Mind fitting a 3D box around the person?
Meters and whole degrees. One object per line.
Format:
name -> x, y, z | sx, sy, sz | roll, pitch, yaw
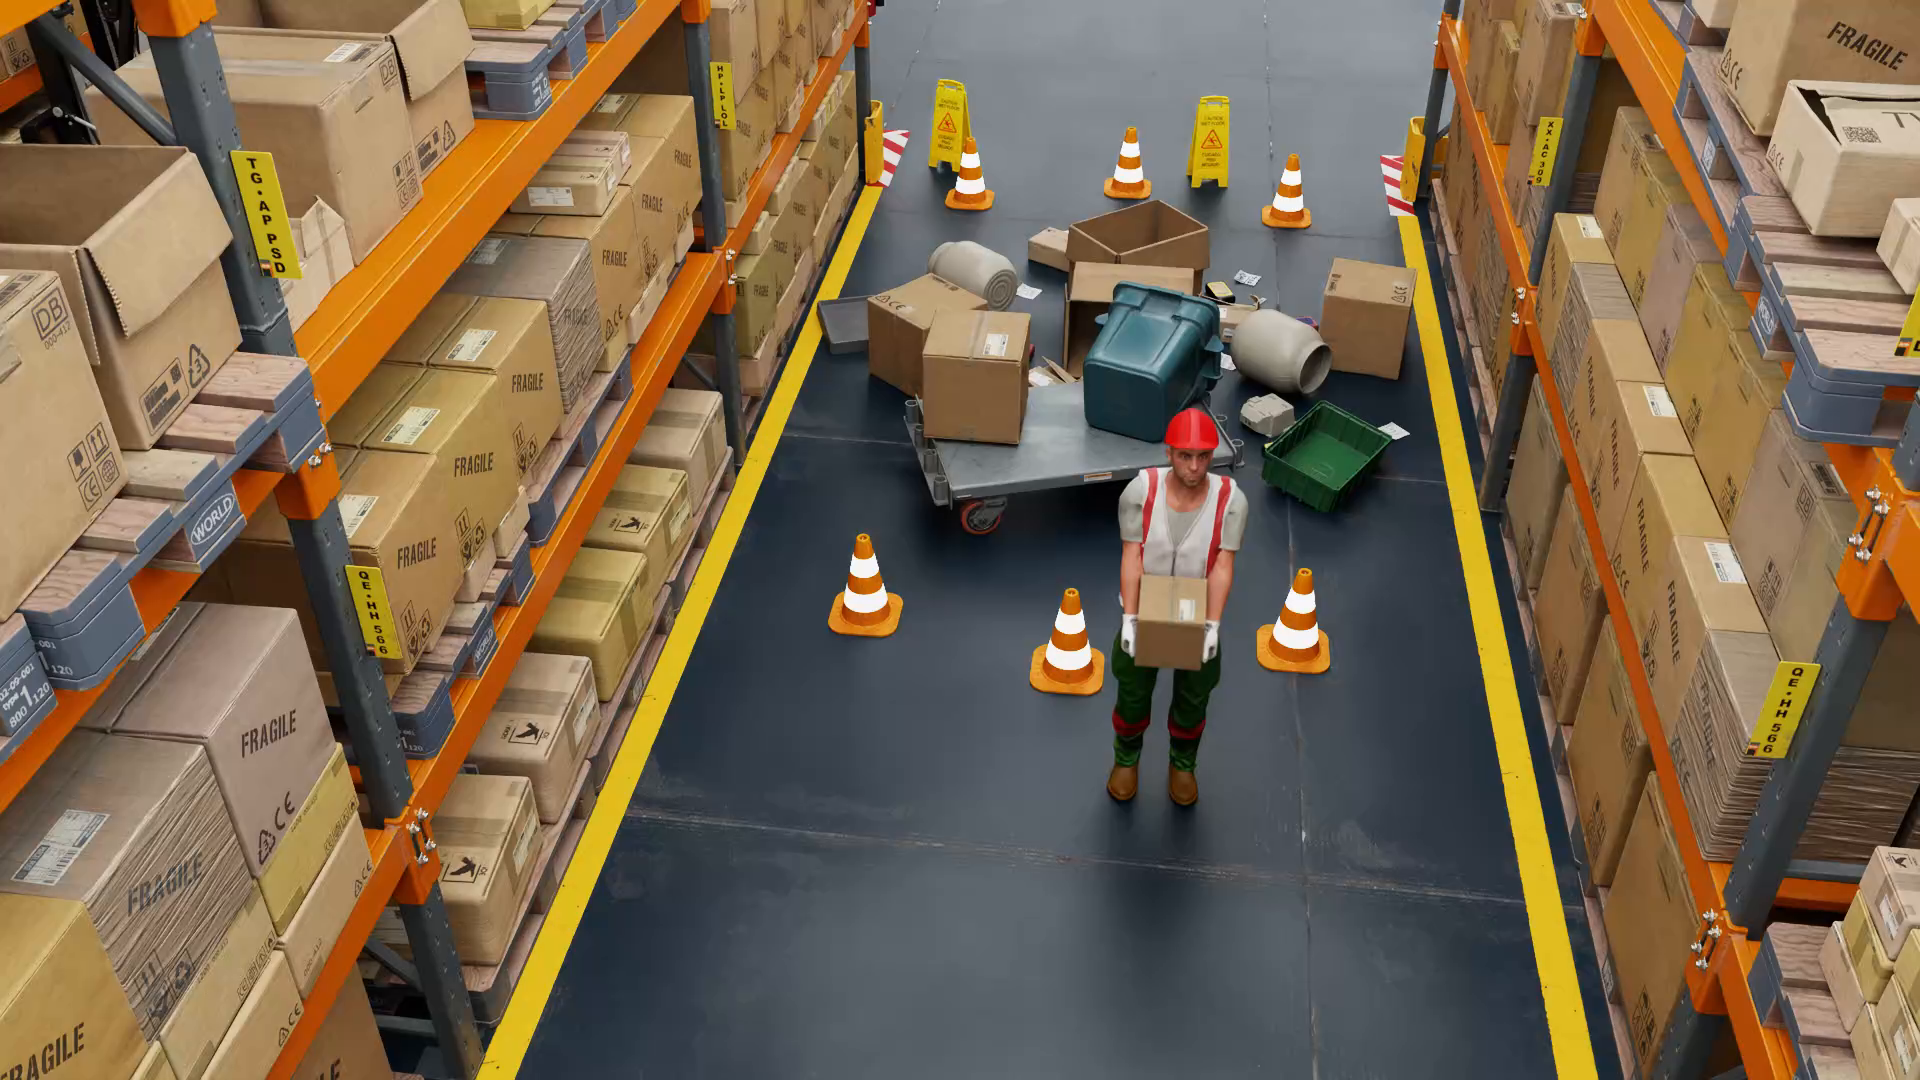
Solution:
person -> 0.837, 0.346, 6.547 | 0.493, 1.782, 0.564 | 4, 36, 6
